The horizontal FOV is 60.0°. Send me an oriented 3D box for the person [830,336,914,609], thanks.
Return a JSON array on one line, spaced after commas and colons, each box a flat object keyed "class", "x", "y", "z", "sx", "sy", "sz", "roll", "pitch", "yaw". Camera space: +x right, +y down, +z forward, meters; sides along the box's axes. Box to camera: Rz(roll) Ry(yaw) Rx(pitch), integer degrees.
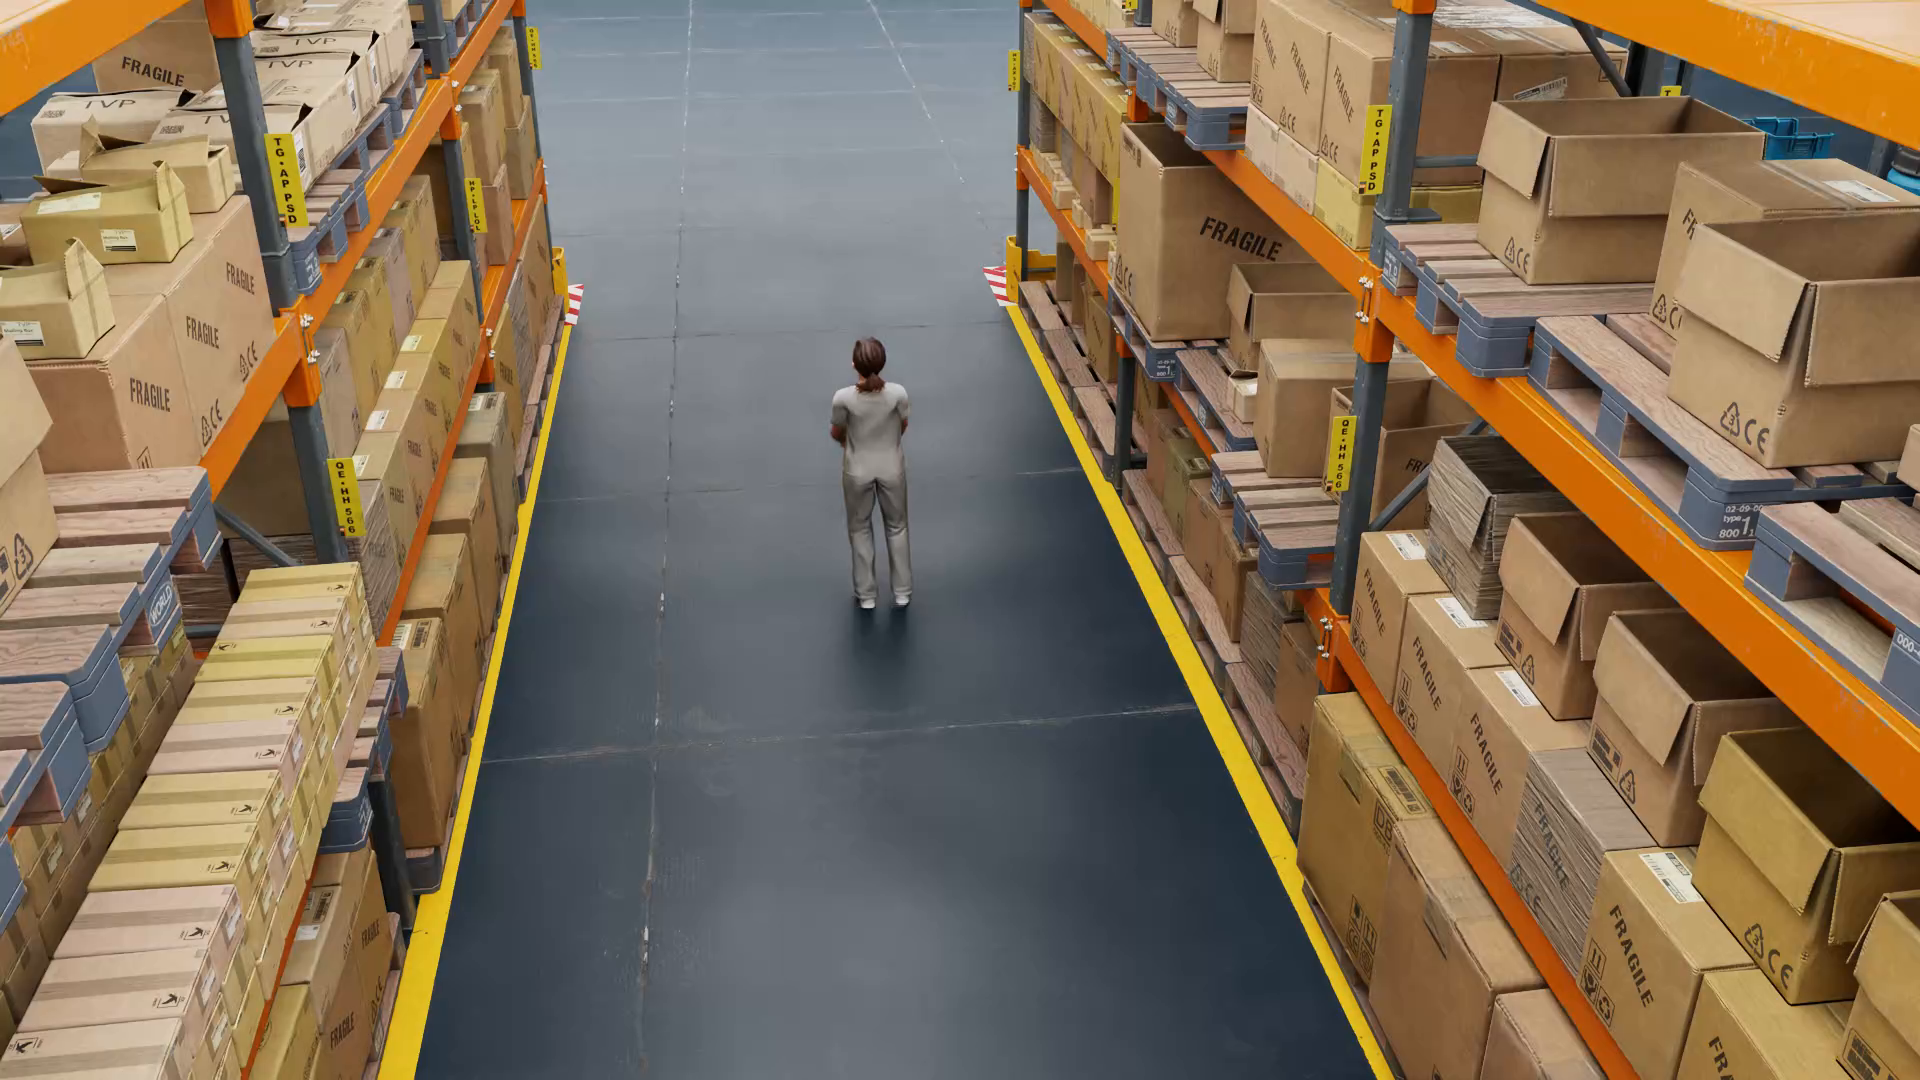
[{"class": "person", "x": -0.501, "y": -0.396, "z": 9.386, "sx": 0.452, "sy": 1.676, "sz": 0.534, "roll": -4, "pitch": 27, "yaw": -7}]
